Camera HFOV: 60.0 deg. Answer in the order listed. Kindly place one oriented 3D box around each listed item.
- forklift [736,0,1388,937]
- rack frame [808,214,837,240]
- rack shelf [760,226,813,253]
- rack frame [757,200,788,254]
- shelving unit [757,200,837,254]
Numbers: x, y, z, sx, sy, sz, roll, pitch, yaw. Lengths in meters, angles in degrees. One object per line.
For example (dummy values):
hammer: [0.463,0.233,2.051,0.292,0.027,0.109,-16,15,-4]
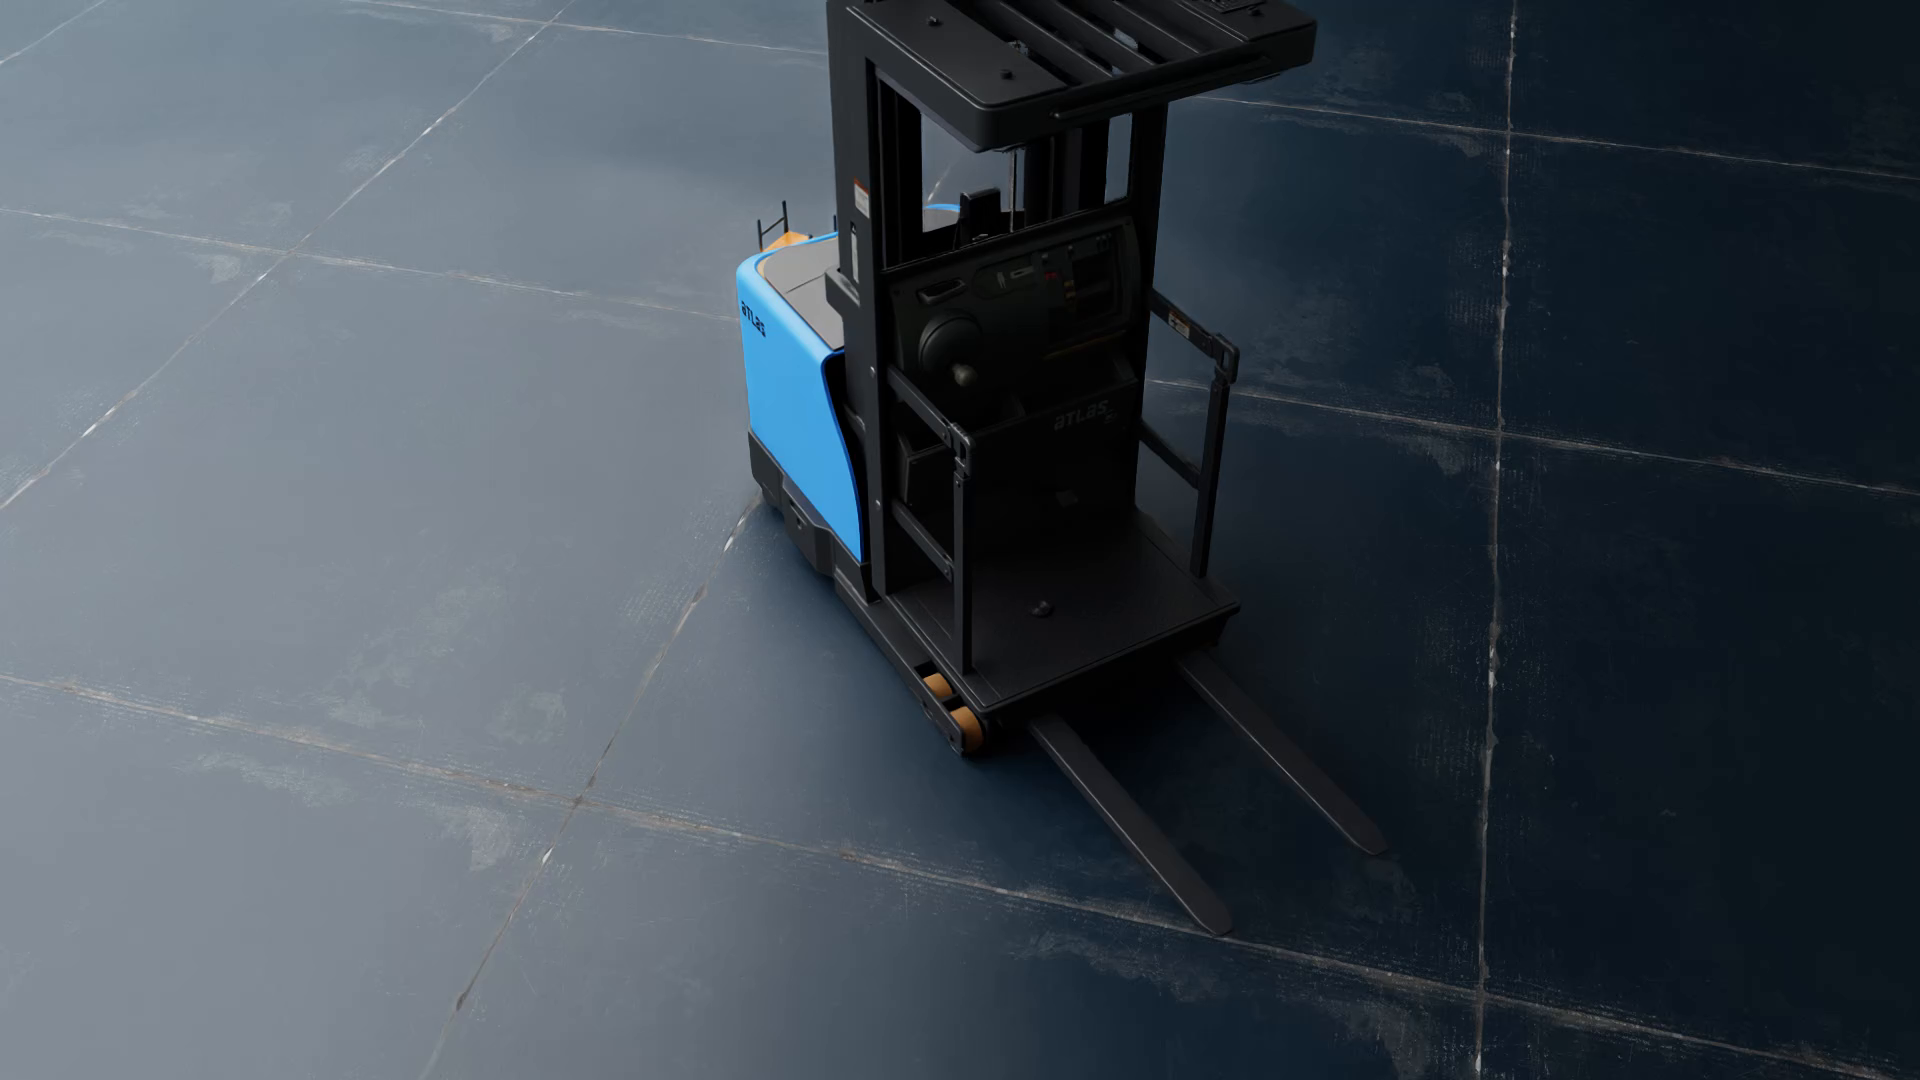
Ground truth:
forklift: [0.303,-0.711,5.318,1.130,2.935,3.031,-21,44,-23]
rack frame: [-0.548,-0.849,6.944,0.008,1.050,0.200,20,44,22]
rack shelf: [-0.654,-1.097,6.814,0.240,0.259,0.215,20,44,22]
rack frame: [-0.761,-0.926,7.035,0.008,1.050,0.200,20,44,22]
shelving unit: [-0.655,-0.887,6.989,0.252,1.050,0.215,20,44,22]
